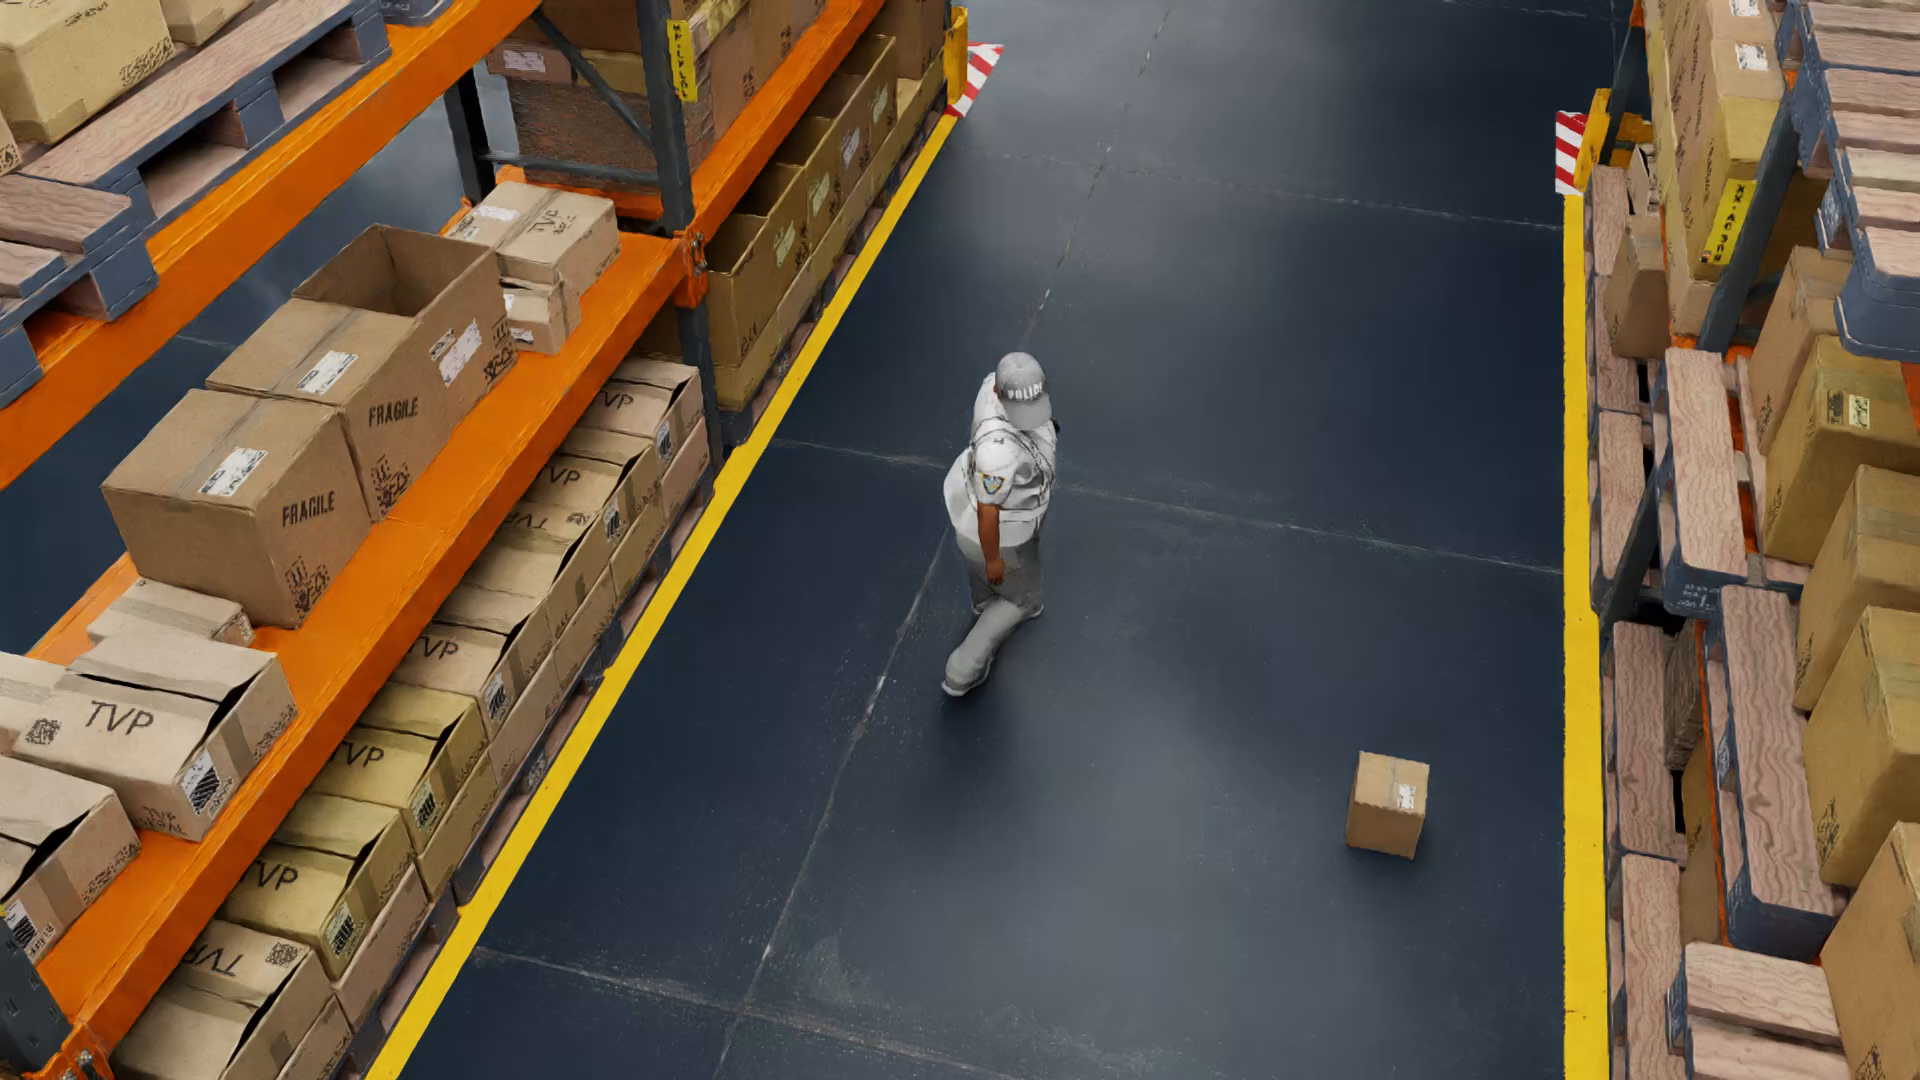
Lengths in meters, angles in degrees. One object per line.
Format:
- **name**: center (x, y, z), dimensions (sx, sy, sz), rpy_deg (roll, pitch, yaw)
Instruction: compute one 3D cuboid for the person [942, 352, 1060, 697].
- **person**: center (0.141, -0.123, 6.325), dimensions (0.517, 1.607, 0.650), rpy_deg (-7, 42, -8)
